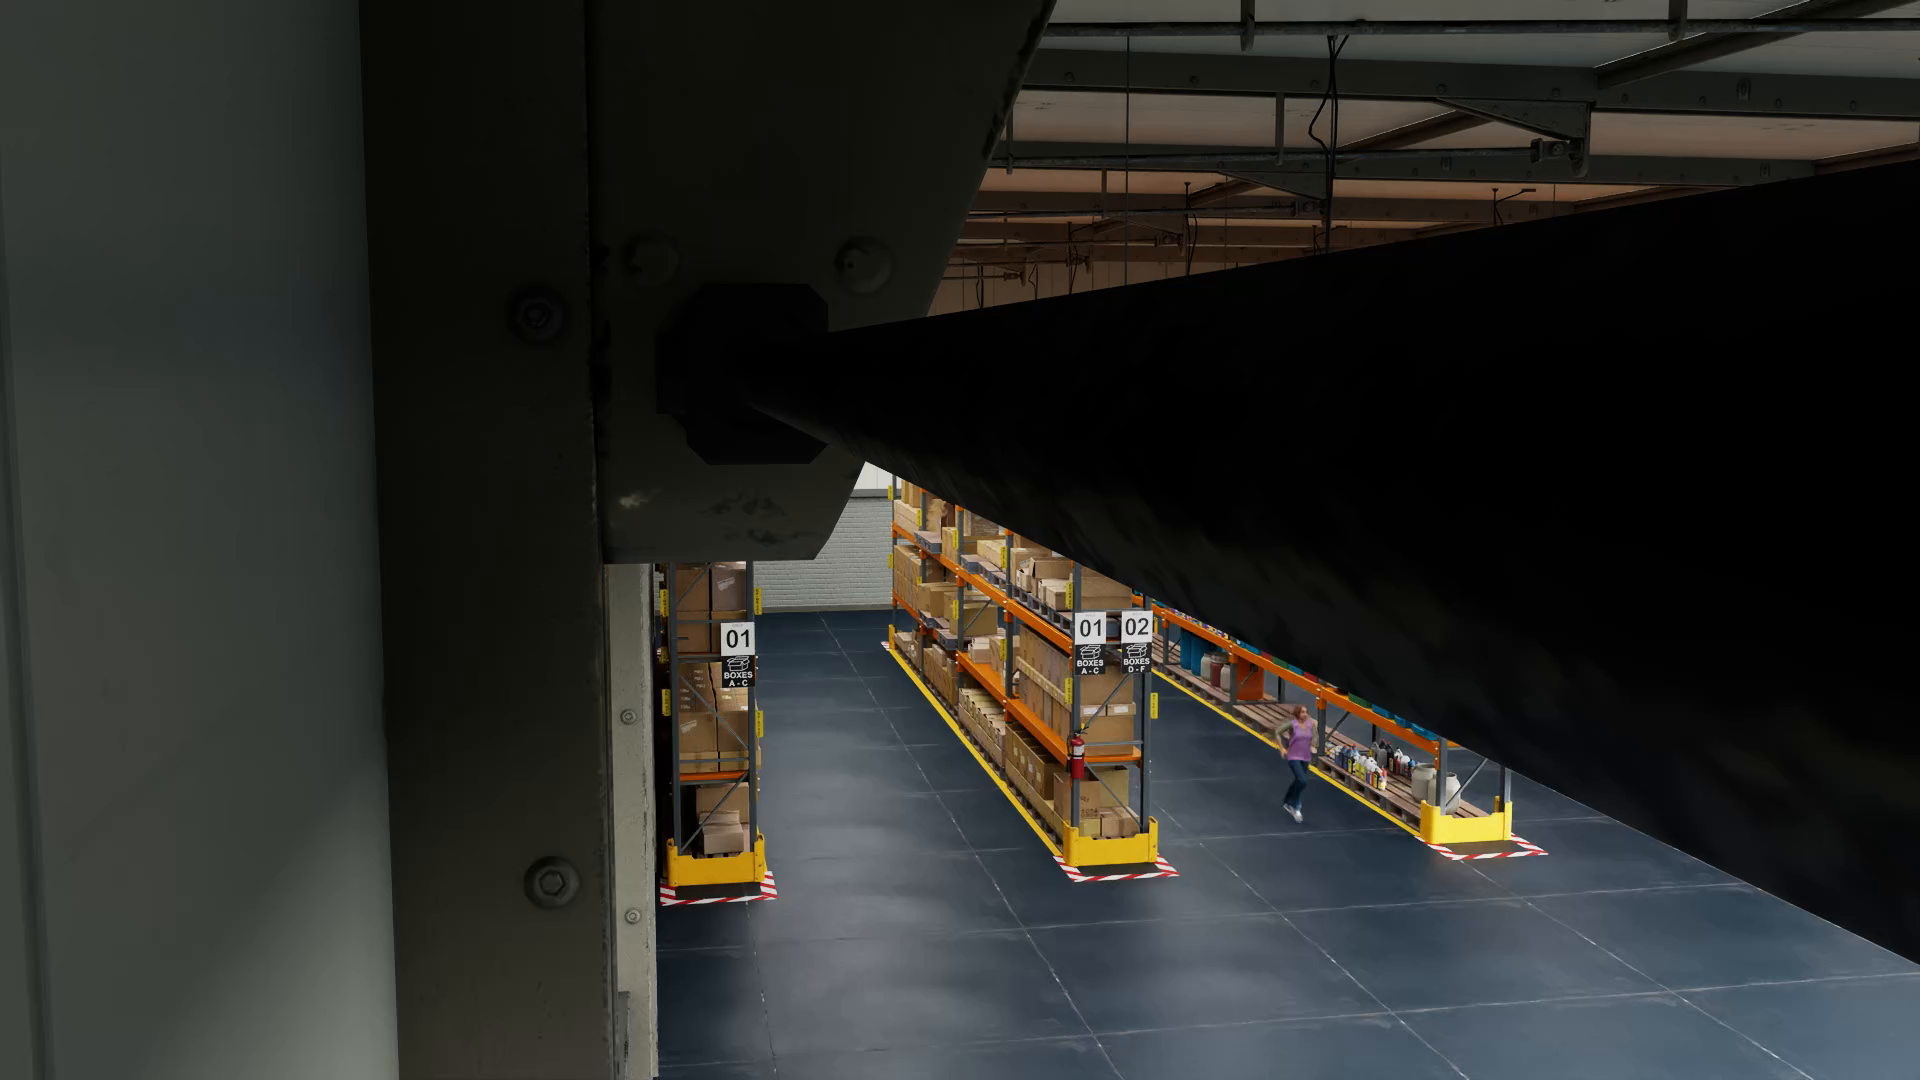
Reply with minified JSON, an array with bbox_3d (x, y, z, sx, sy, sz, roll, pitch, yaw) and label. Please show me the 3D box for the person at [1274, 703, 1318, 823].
[{"bbox_3d":[4.676,3.056,22.951,0.515,1.621,0.663,-3,7,-25],"label":"person"}]
